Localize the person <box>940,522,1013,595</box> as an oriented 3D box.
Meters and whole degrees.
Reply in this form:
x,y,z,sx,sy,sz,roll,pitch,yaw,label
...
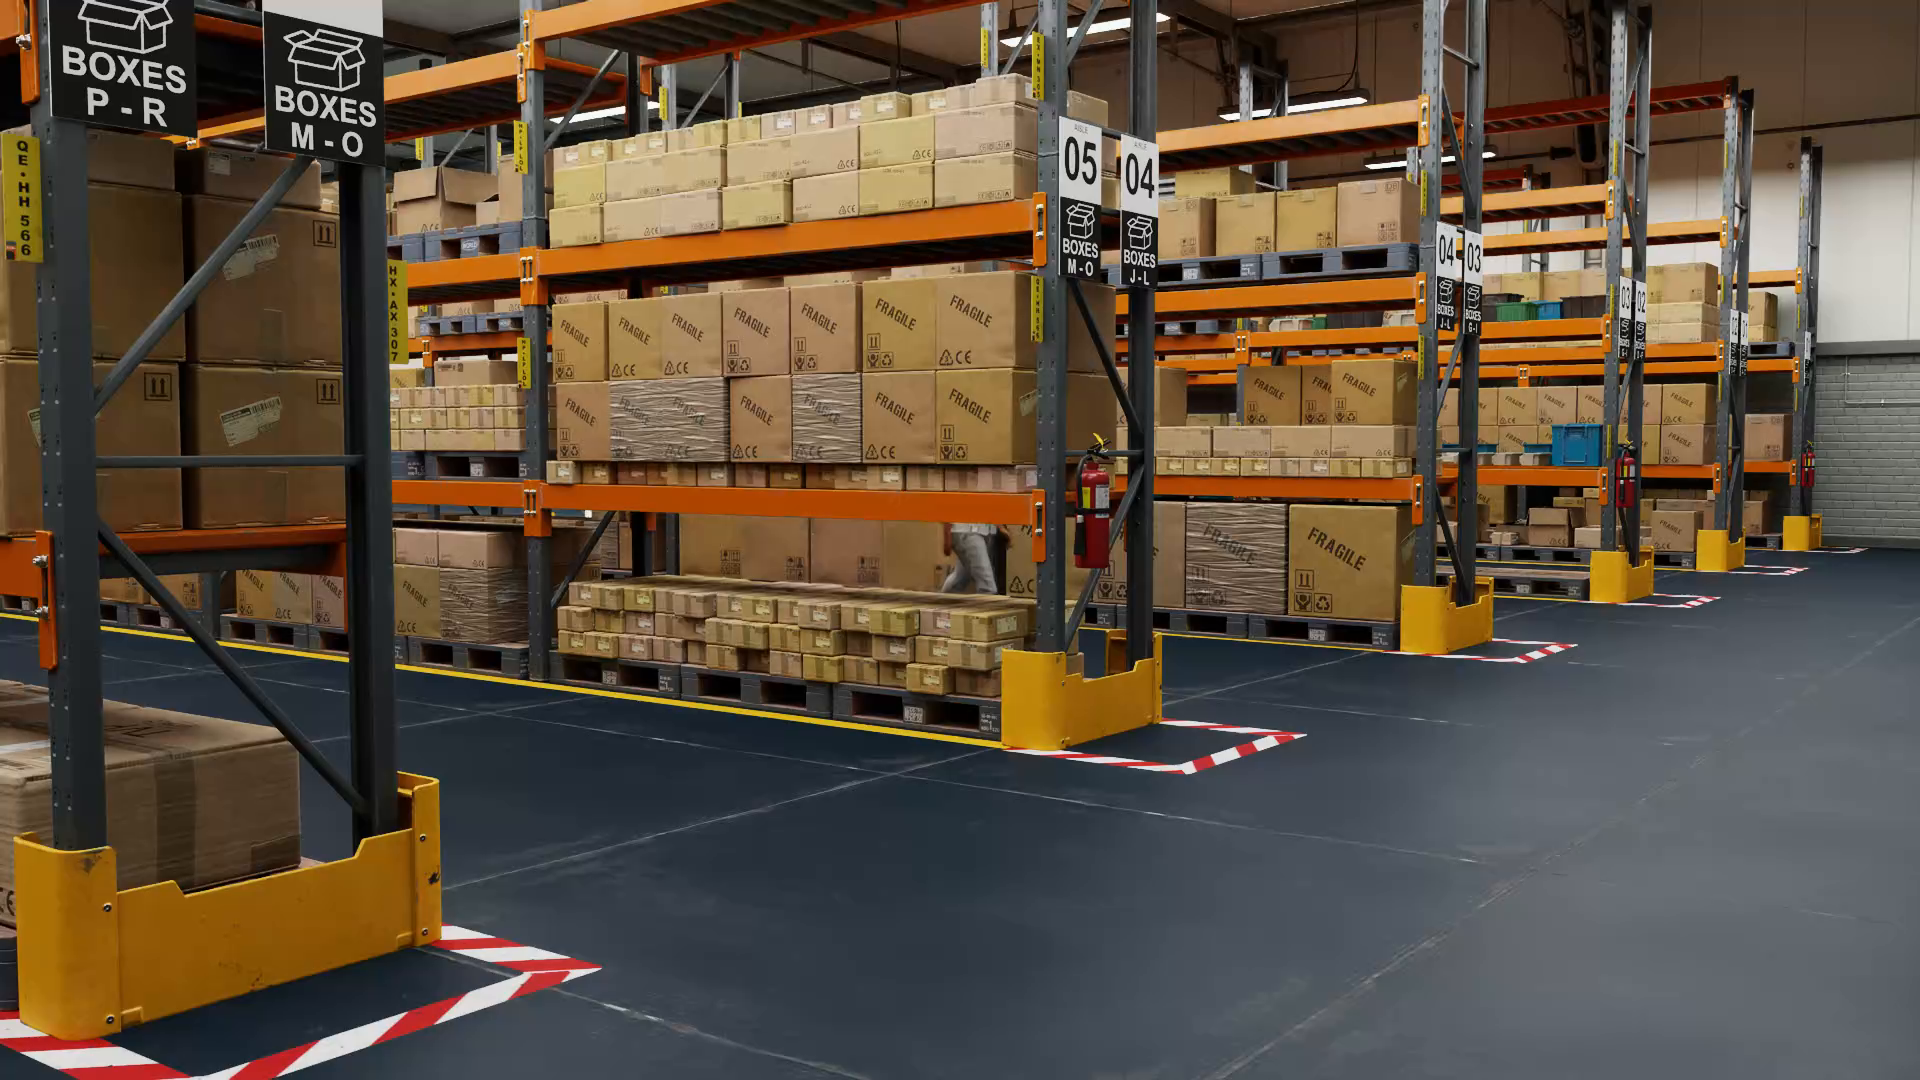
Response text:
x,y,z,sx,sy,sz,roll,pitch,yaw,label
0.143,-0.053,13.378,1.027,1.600,0.490,2,4,33,person
